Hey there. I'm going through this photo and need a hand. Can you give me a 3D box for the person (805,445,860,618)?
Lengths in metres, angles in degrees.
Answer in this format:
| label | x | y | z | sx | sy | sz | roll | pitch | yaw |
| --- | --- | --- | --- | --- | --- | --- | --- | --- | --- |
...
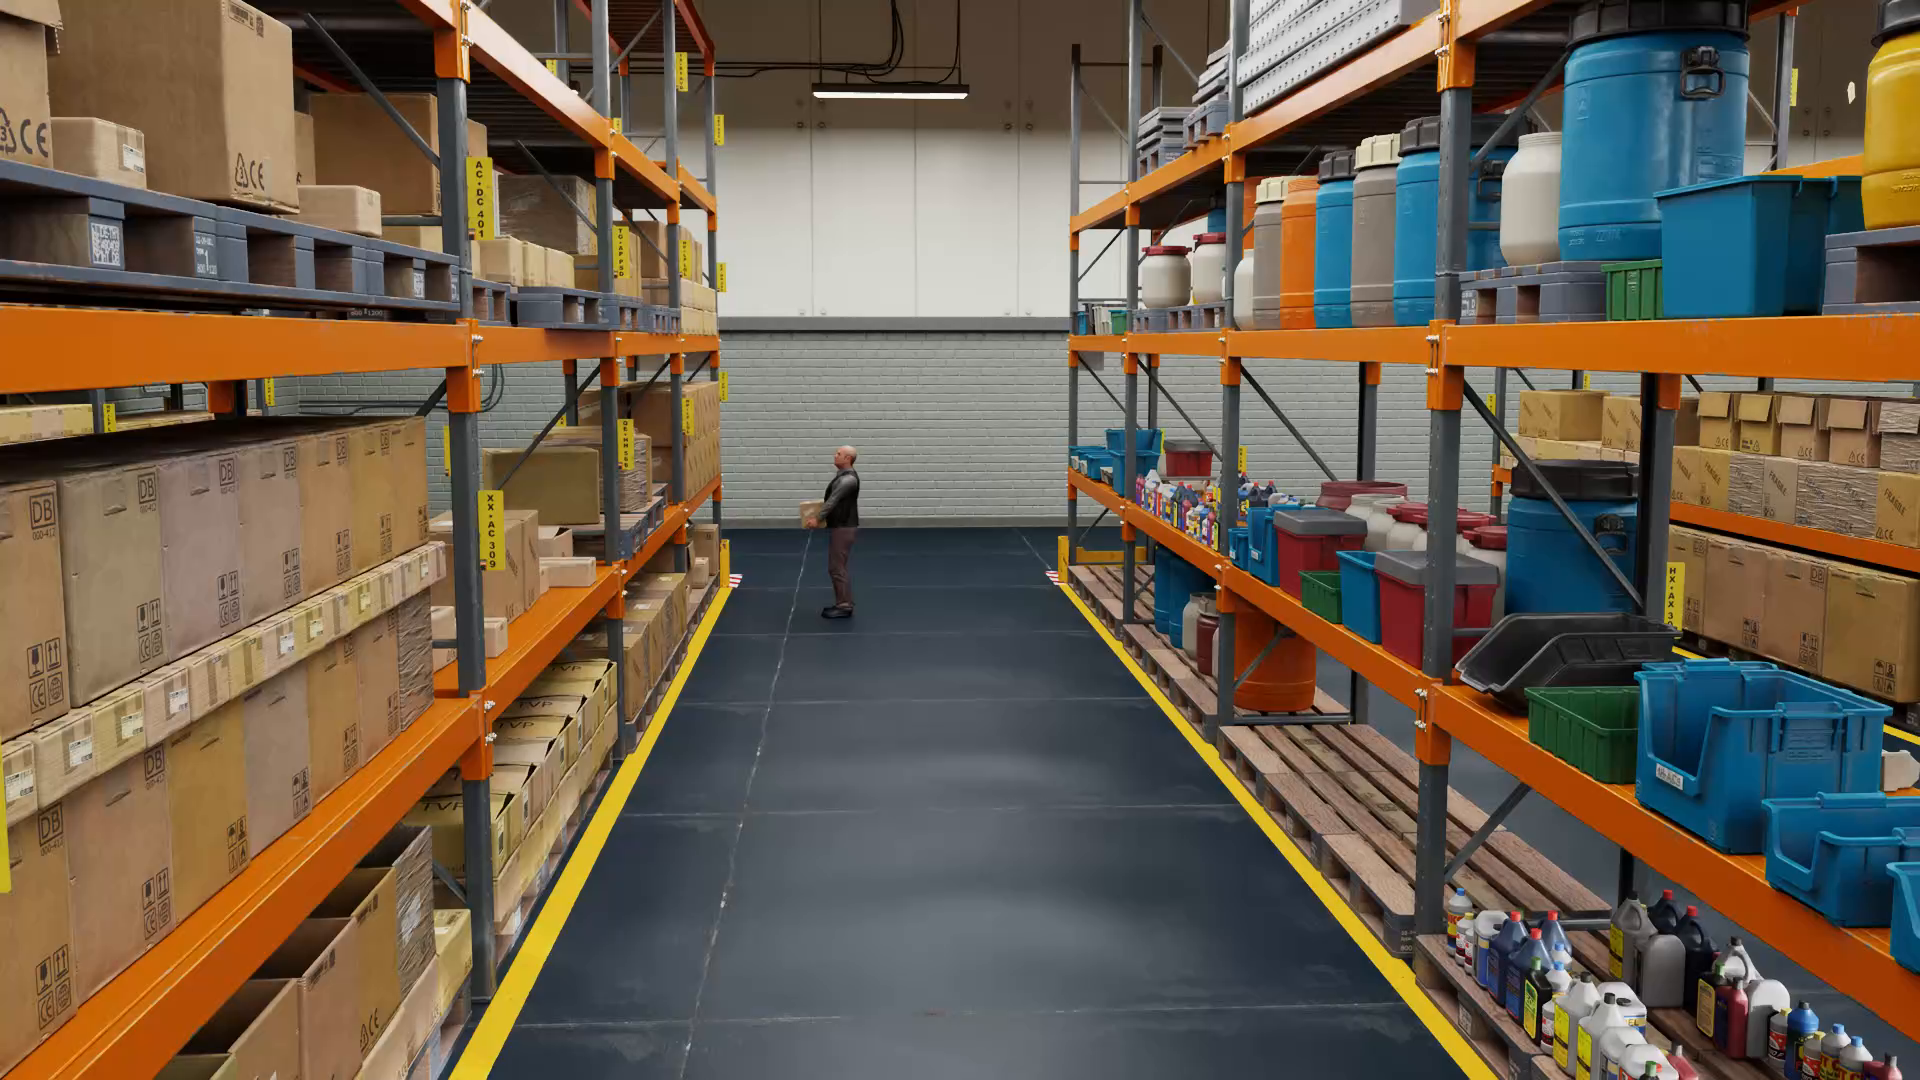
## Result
| label | x | y | z | sx | sy | sz | roll | pitch | yaw |
| --- | --- | --- | --- | --- | --- | --- | --- | --- | --- |
| person | -1.275 | -0.091 | 16.644 | 0.551 | 1.712 | 0.494 | 0 | 7 | -4 |
